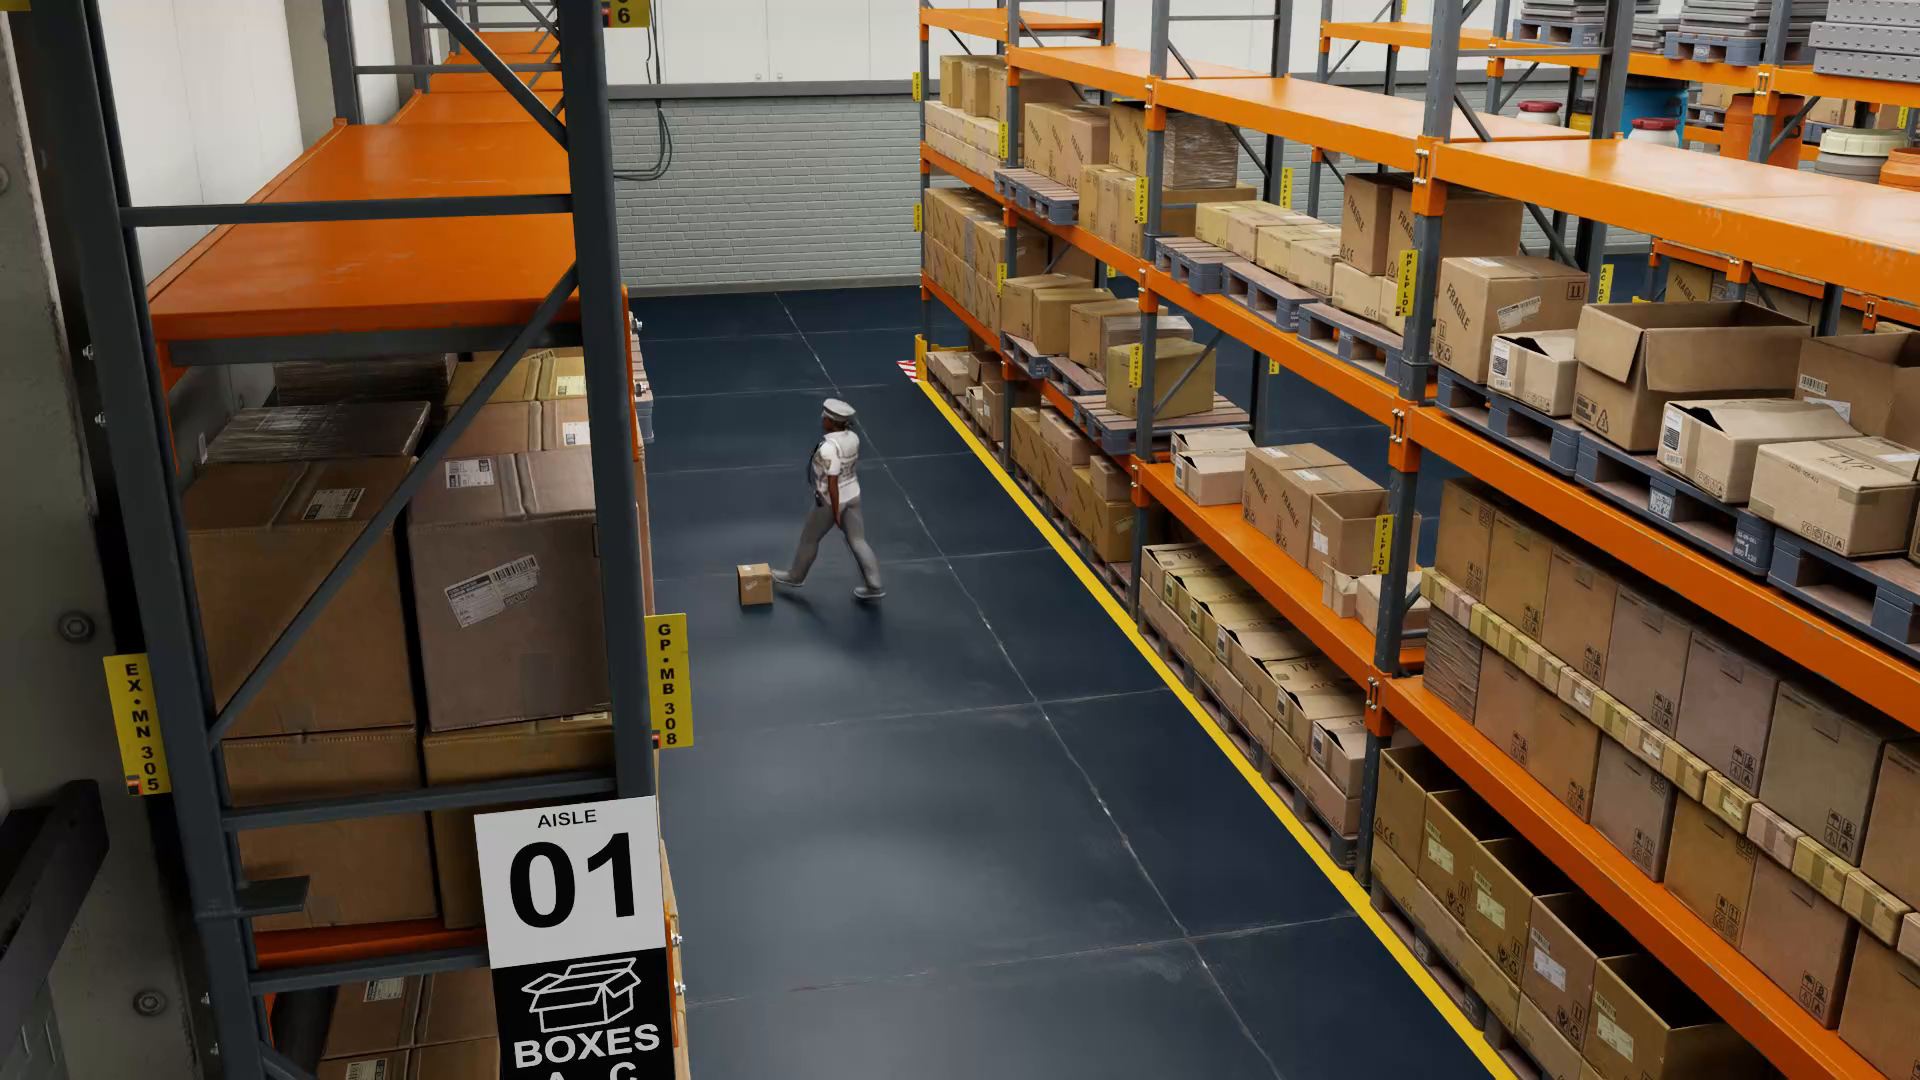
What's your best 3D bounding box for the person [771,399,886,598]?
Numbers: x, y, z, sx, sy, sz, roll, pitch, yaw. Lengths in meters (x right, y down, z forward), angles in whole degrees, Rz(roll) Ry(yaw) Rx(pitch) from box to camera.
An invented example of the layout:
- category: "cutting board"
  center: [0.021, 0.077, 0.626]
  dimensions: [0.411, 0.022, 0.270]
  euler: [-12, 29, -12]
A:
- category: "person"
  center: [-1.051, -0.358, 13.287]
  dimensions: [1.003, 1.618, 0.457]
  euler: [15, 24, 35]
